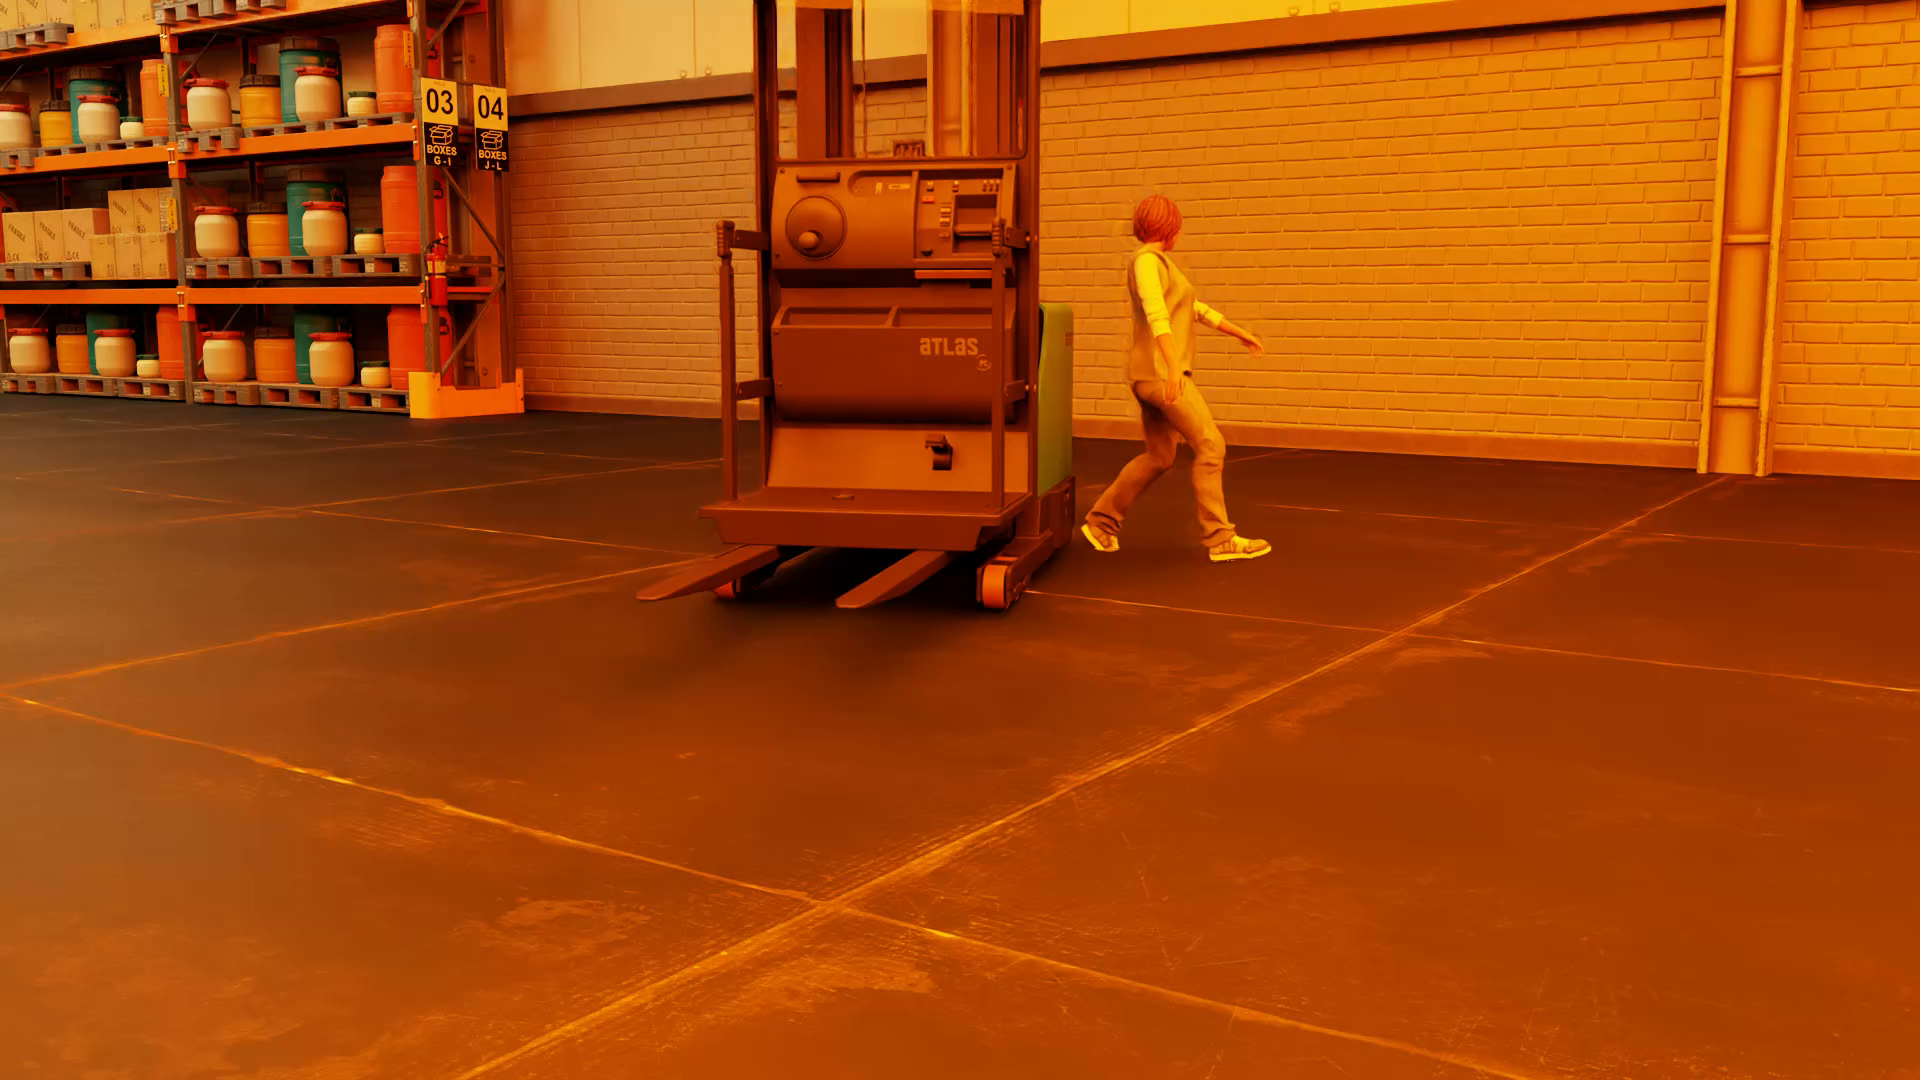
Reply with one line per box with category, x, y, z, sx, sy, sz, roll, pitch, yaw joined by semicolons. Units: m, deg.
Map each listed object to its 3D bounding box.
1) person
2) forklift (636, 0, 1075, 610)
person;0.904;-0.636;6.948;0.800;1.604;0.698;1;8;7
forklift;-0.295;-1.259;6.048;1.130;2.935;3.031;2;8;12
